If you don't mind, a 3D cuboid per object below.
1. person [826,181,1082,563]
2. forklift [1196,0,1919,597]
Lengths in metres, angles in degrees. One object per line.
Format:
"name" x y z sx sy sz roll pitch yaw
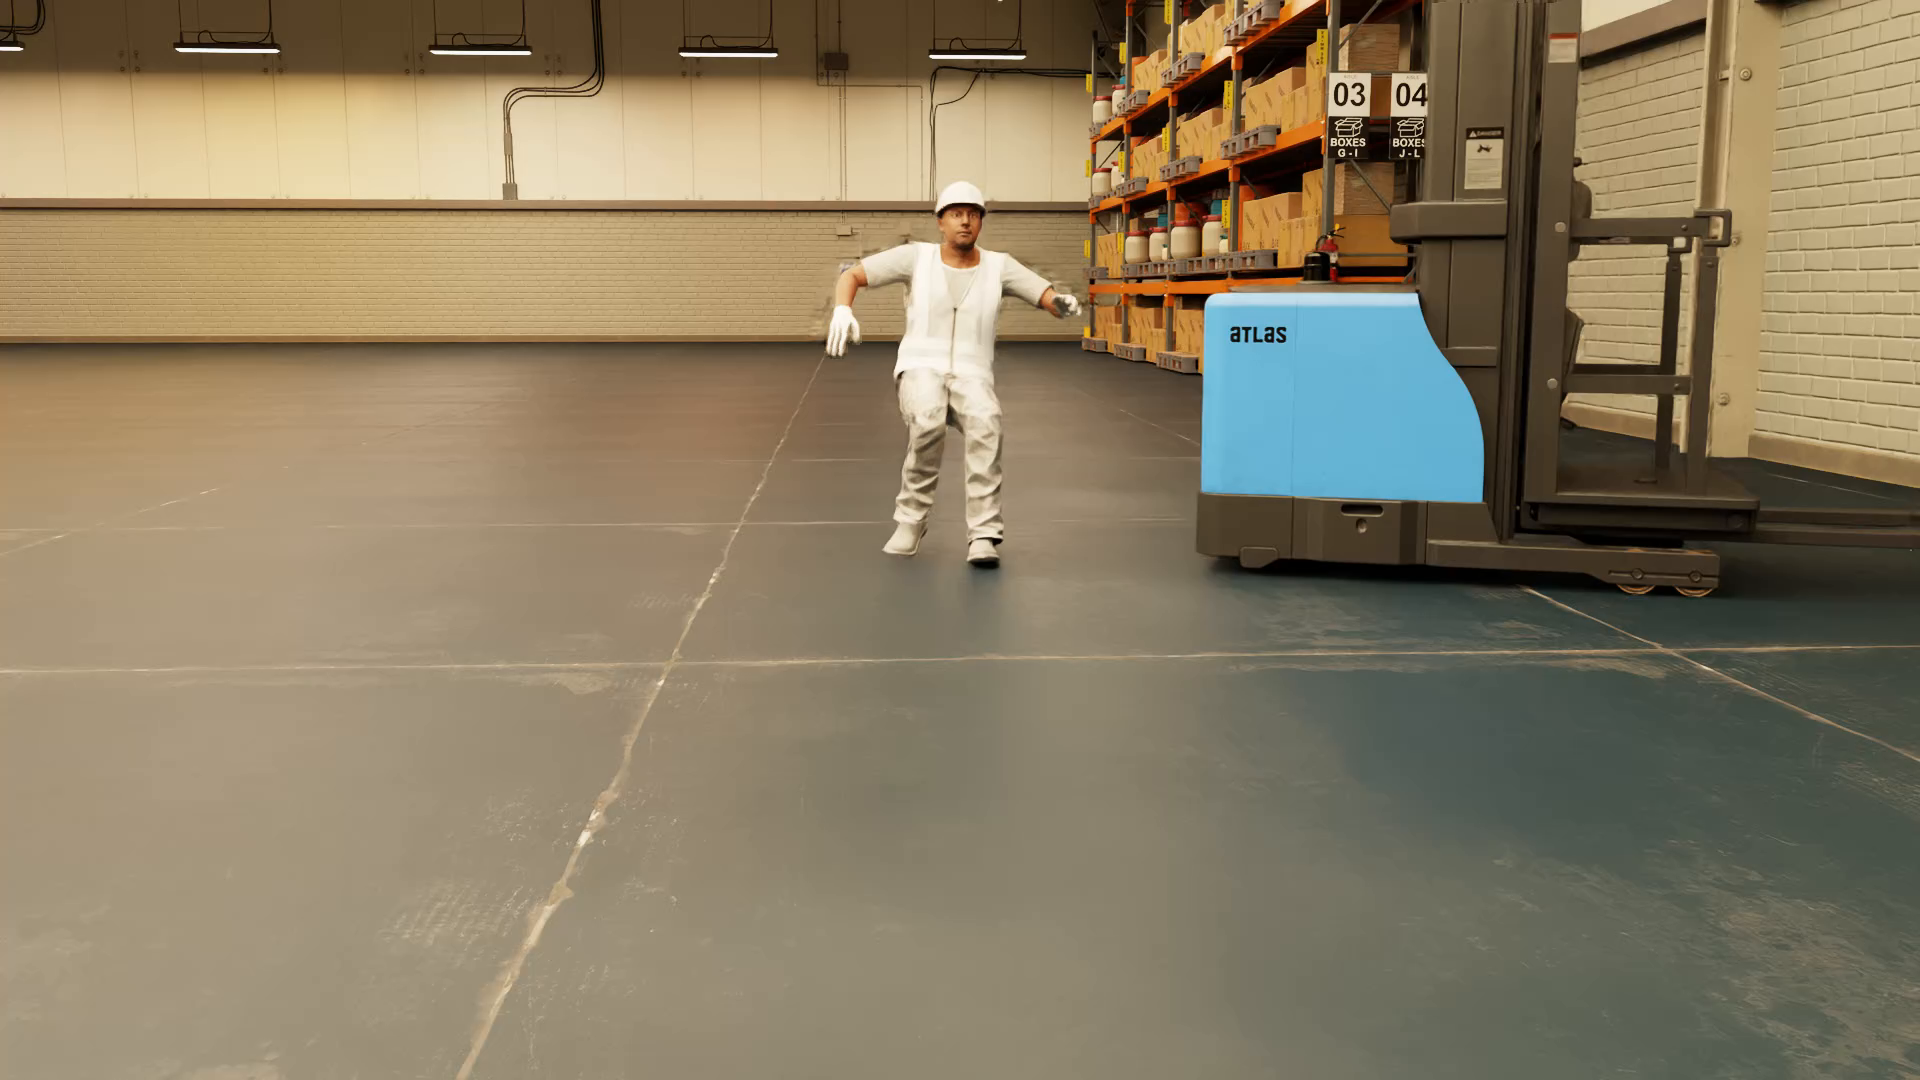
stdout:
"person" -0.024 -0.700 6.814 1.027 1.543 0.882 -2 9 -14
"forklift" 2.500 -1.332 6.302 3.031 2.935 1.130 2 9 16
